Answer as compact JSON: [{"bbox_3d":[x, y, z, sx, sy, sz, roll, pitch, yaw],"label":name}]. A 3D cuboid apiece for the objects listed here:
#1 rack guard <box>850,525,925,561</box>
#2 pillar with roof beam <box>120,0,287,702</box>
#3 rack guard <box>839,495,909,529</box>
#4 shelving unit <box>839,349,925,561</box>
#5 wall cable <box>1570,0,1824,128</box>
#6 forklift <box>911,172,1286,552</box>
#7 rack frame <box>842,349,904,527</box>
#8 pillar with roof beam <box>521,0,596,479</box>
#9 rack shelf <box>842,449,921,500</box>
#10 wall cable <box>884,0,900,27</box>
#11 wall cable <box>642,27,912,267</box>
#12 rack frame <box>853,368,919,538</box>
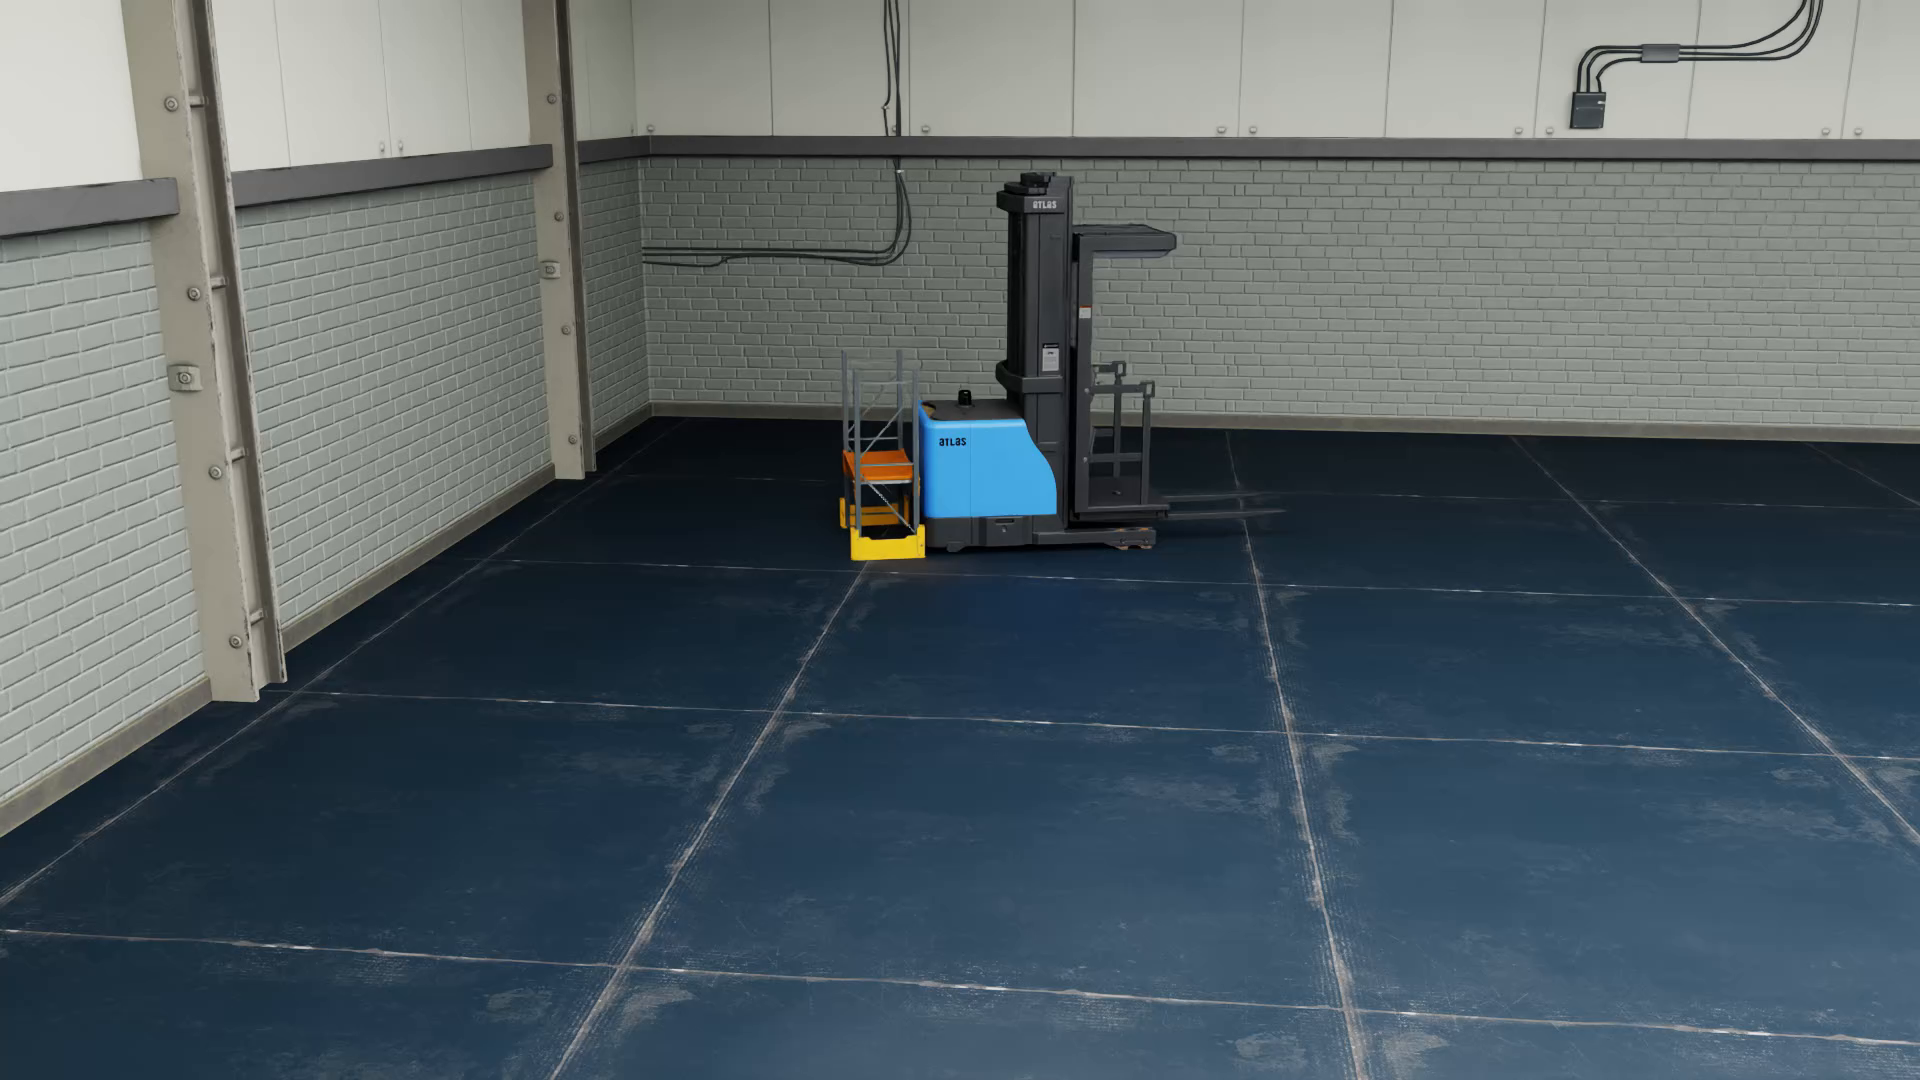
[{"bbox_3d":[-0.570,0.020,13.109,0.587,0.250,0.087,-2,15,-9],"label":"rack guard"},{"bbox_3d":[-0.110,-3.294,8.604,9.100,9.000,0.400,2,15,6],"label":"pillar with roof beam"},{"bbox_3d":[-0.723,-0.237,14.059,0.587,0.250,0.087,-2,15,-9],"label":"rack guard"},{"bbox_3d":[-0.647,-0.712,13.421,0.587,1.500,1.083,-2,15,-9],"label":"shelving unit"},{"bbox_3d":[7.367,-7.060,16.017,2.305,6.003,0.169,2,15,6],"label":"wall cable"},{"bbox_3d":[1.145,-1.471,13.486,3.031,2.935,1.130,-2,15,-8],"label":"forklift"},{"bbox_3d":[-0.726,-0.845,13.915,0.500,1.500,0.032,-2,15,-9],"label":"rack frame"},{"bbox_3d":[0.567,-4.850,14.359,9.100,9.000,0.400,2,15,6],"label":"pillar with roof beam"},{"bbox_3d":[-0.648,-0.540,13.477,0.538,0.185,1.000,-2,15,-9],"label":"rack shelf"},{"bbox_3d":[0.624,-6.561,16.961,3.097,2.526,0.112,2,15,6],"label":"wall cable"},{"bbox_3d":[-2.064,-4.203,17.915,3.097,2.526,0.112,2,15,6],"label":"wall cable"},{"bbox_3d":[-0.570,-0.583,12.945,0.500,1.500,0.032,-2,15,-9],"label":"rack frame"}]
